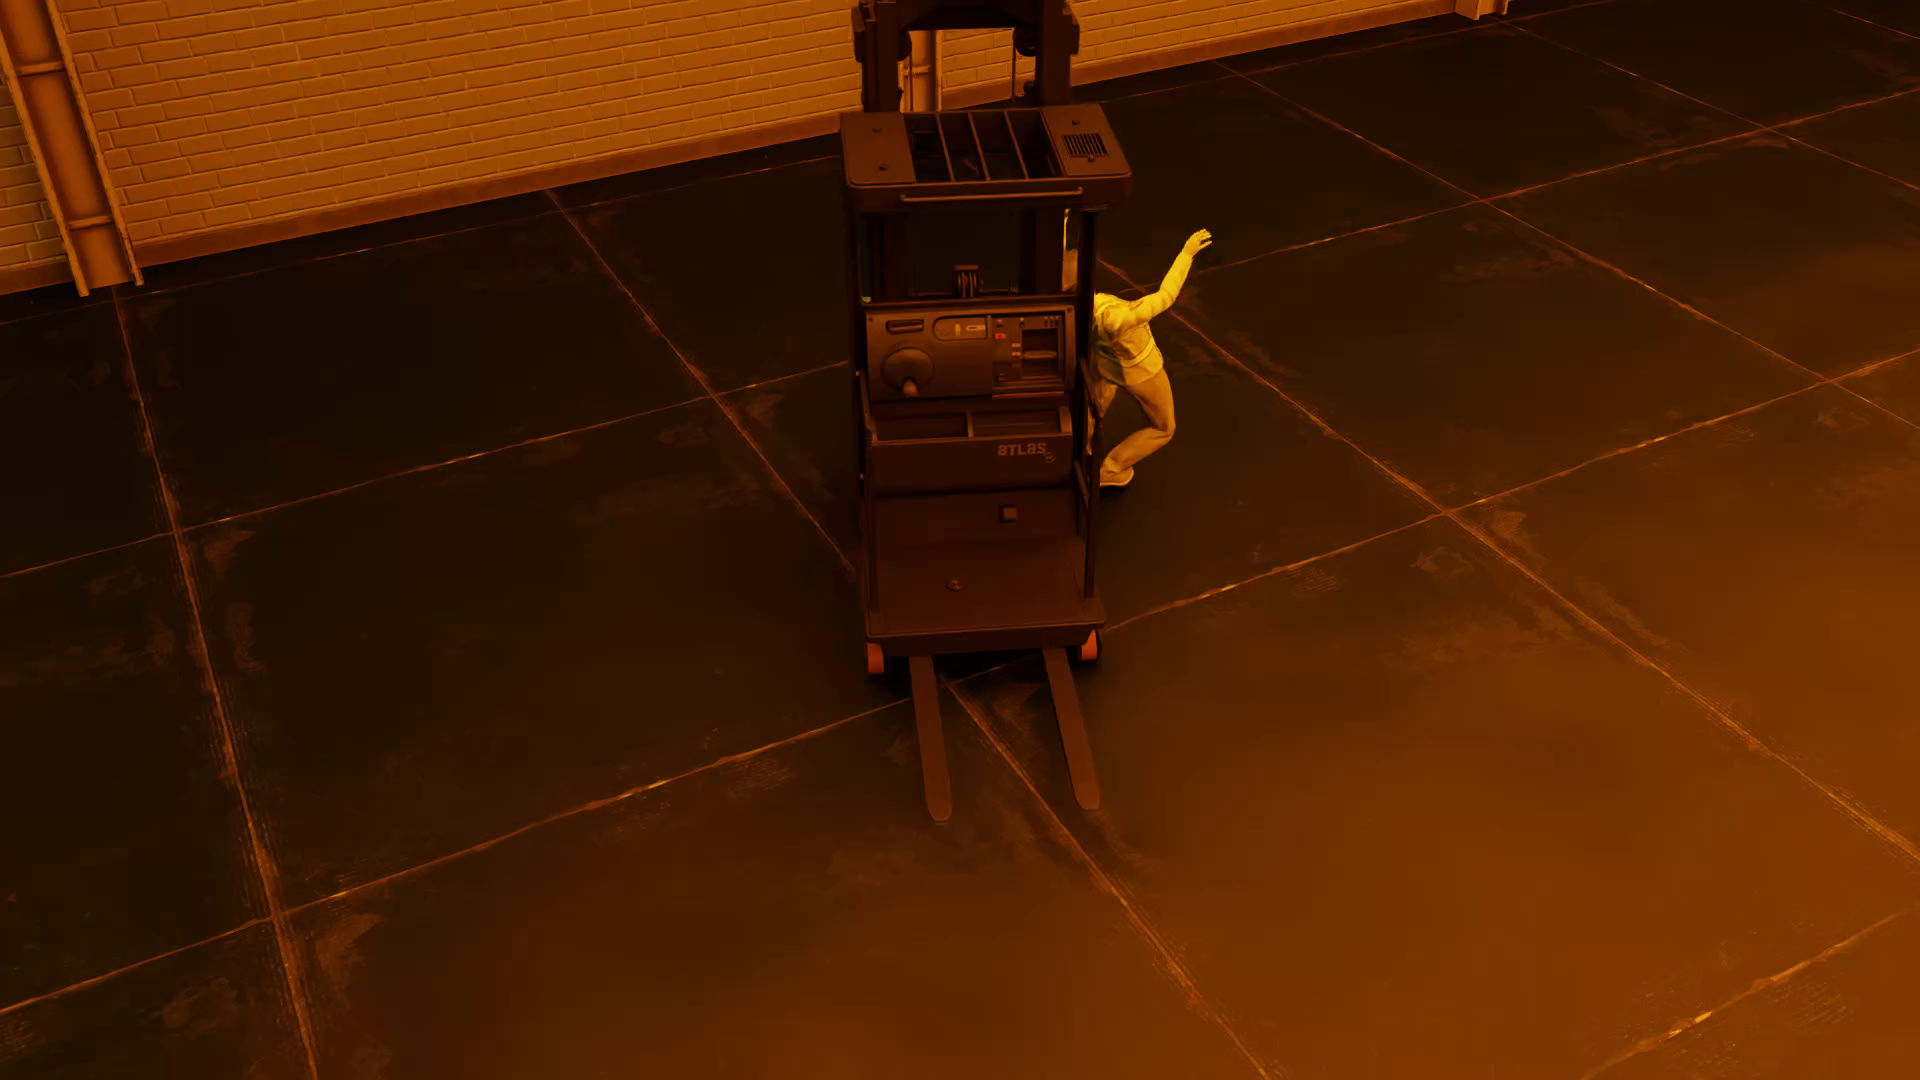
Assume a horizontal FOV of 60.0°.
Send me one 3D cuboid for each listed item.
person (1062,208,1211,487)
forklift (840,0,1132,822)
[{"bbox_3d":[0.734,-0.987,8.736,0.760,1.536,0.880,-25,42,-31],"label":"person"},{"bbox_3d":[0.074,-0.775,7.219,1.130,2.935,3.031,-3,35,-5],"label":"forklift"}]
